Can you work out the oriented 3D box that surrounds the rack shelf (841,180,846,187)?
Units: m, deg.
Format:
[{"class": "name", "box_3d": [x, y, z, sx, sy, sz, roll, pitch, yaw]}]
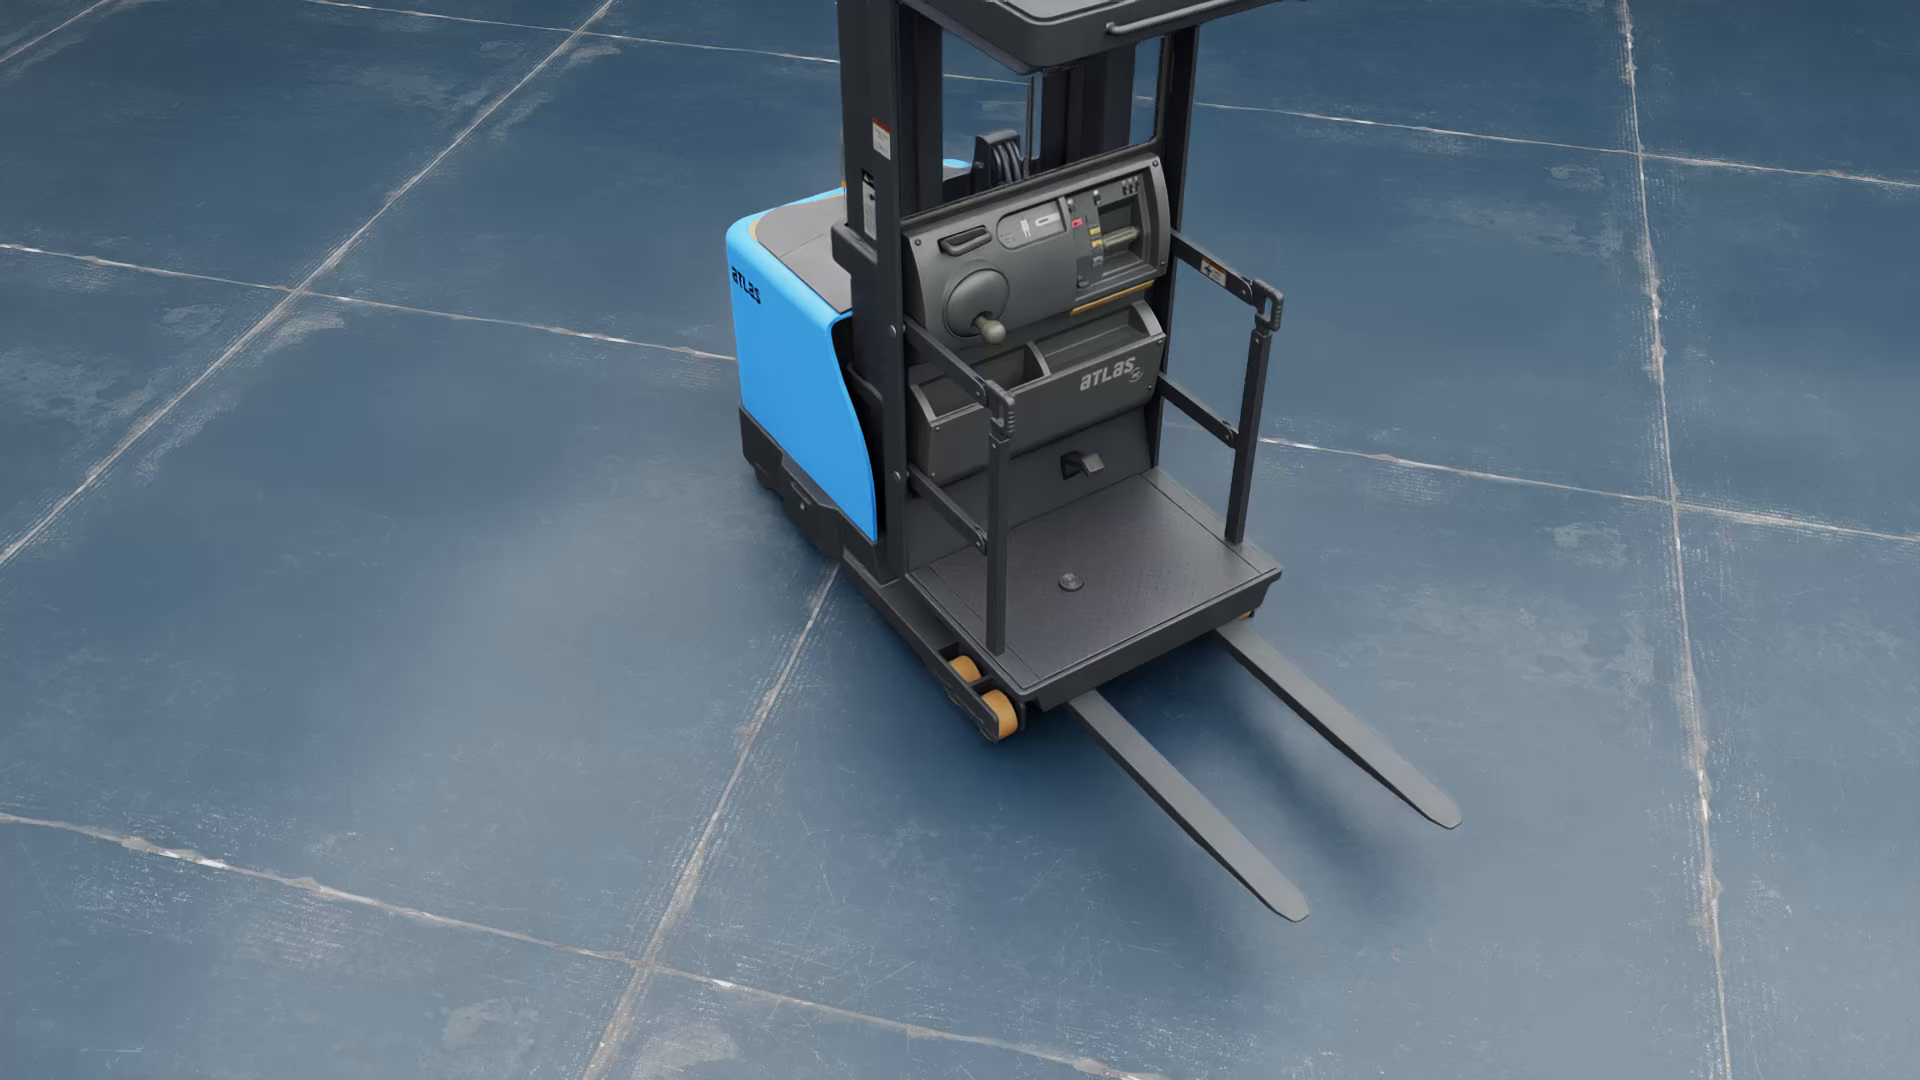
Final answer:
[{"class": "rack shelf", "box_3d": [-0.318, -1.385, 6.476, 0.180, 0.103, 0.258, 19, 43, 21]}]

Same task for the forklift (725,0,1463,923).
[{"class": "forklift", "box_3d": [0.377, -0.815, 4.942, 1.130, 2.935, 3.031, -23, 45, -25]}]

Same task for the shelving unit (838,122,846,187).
[{"class": "shelving unit", "box_3d": [-0.318, -1.144, 6.679, 0.189, 1.200, 0.258, 19, 43, 21]}]

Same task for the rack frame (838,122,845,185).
[{"class": "rack frame", "box_3d": [-0.399, -1.171, 6.711, 0.006, 1.200, 0.240, 19, 43, 21]}]
